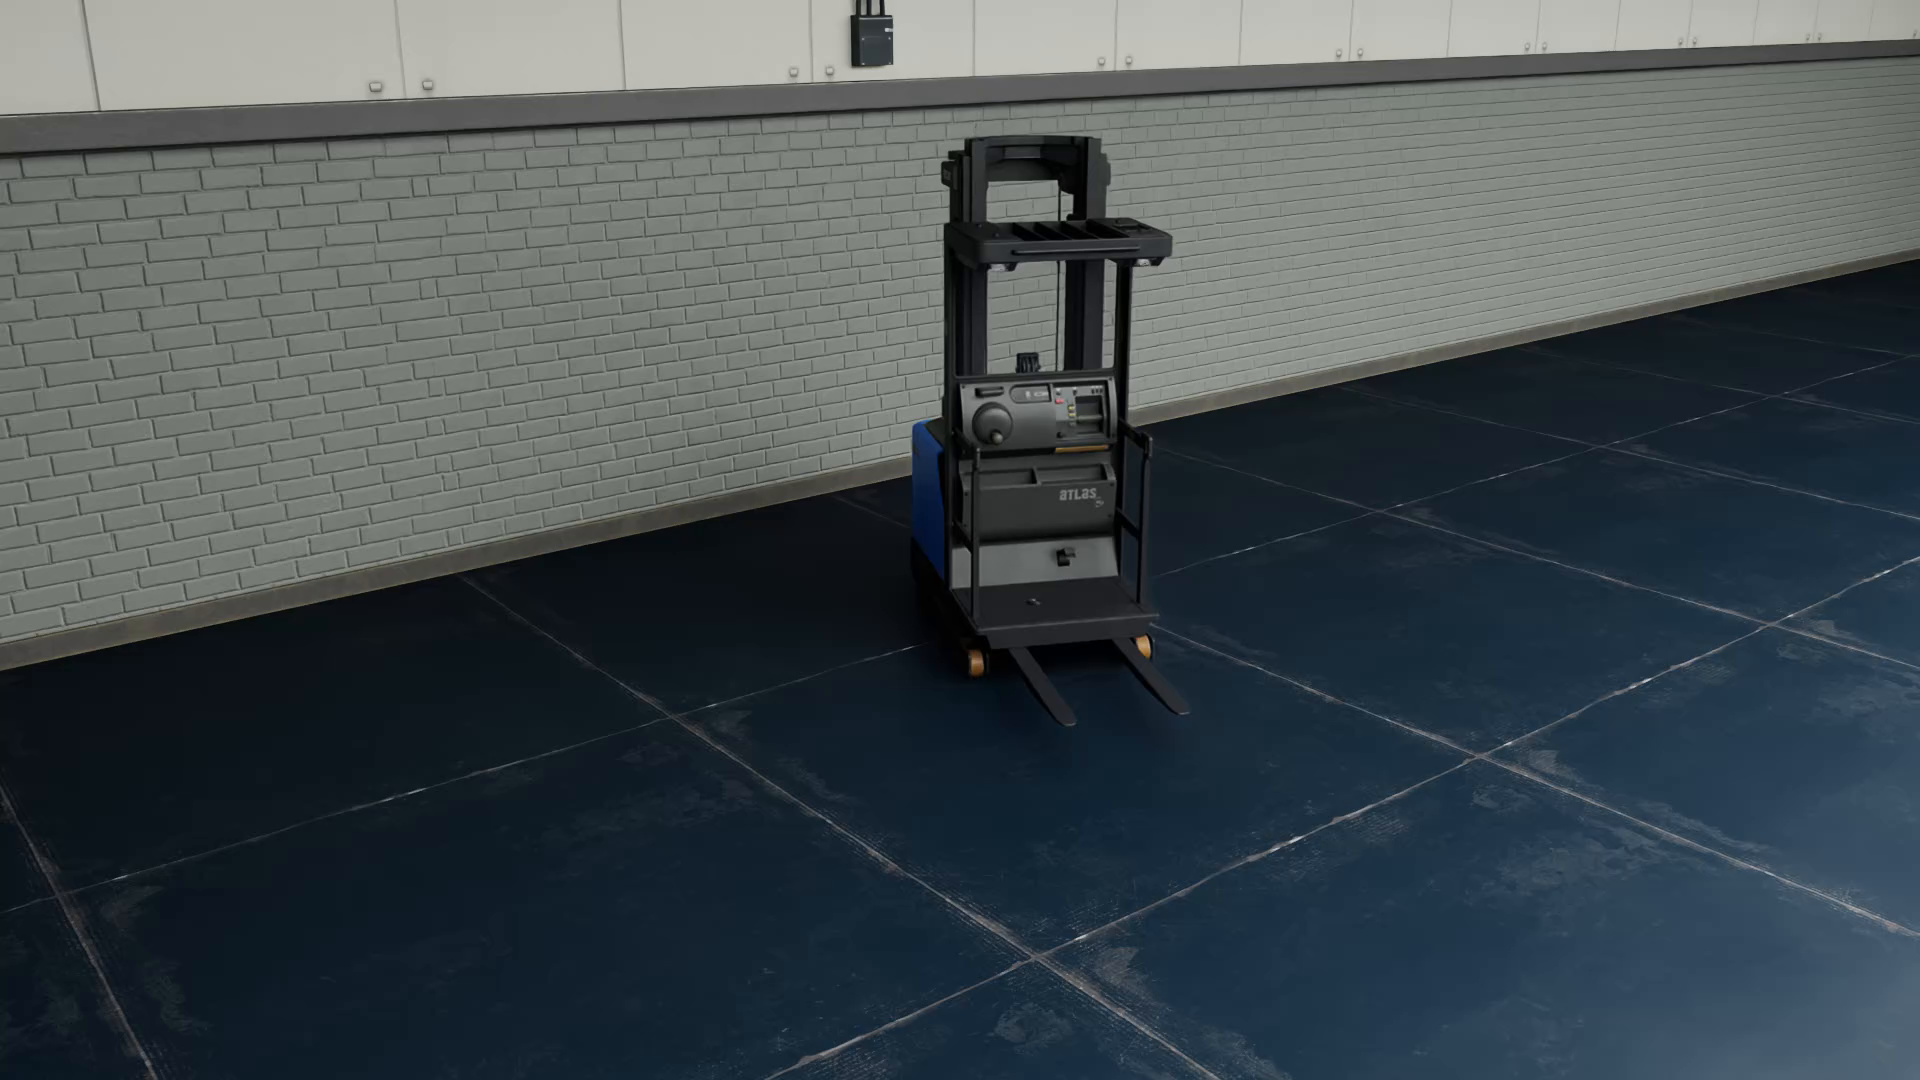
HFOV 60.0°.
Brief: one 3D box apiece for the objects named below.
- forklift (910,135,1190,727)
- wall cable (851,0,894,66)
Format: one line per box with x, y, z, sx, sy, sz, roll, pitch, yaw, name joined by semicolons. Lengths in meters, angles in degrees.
0.505;-0.735;9.421;1.130;2.935;3.031;-4;19;-12;forklift
0.153;-6.530;11.859;2.305;6.003;0.169;-14;23;-36;wall cable
